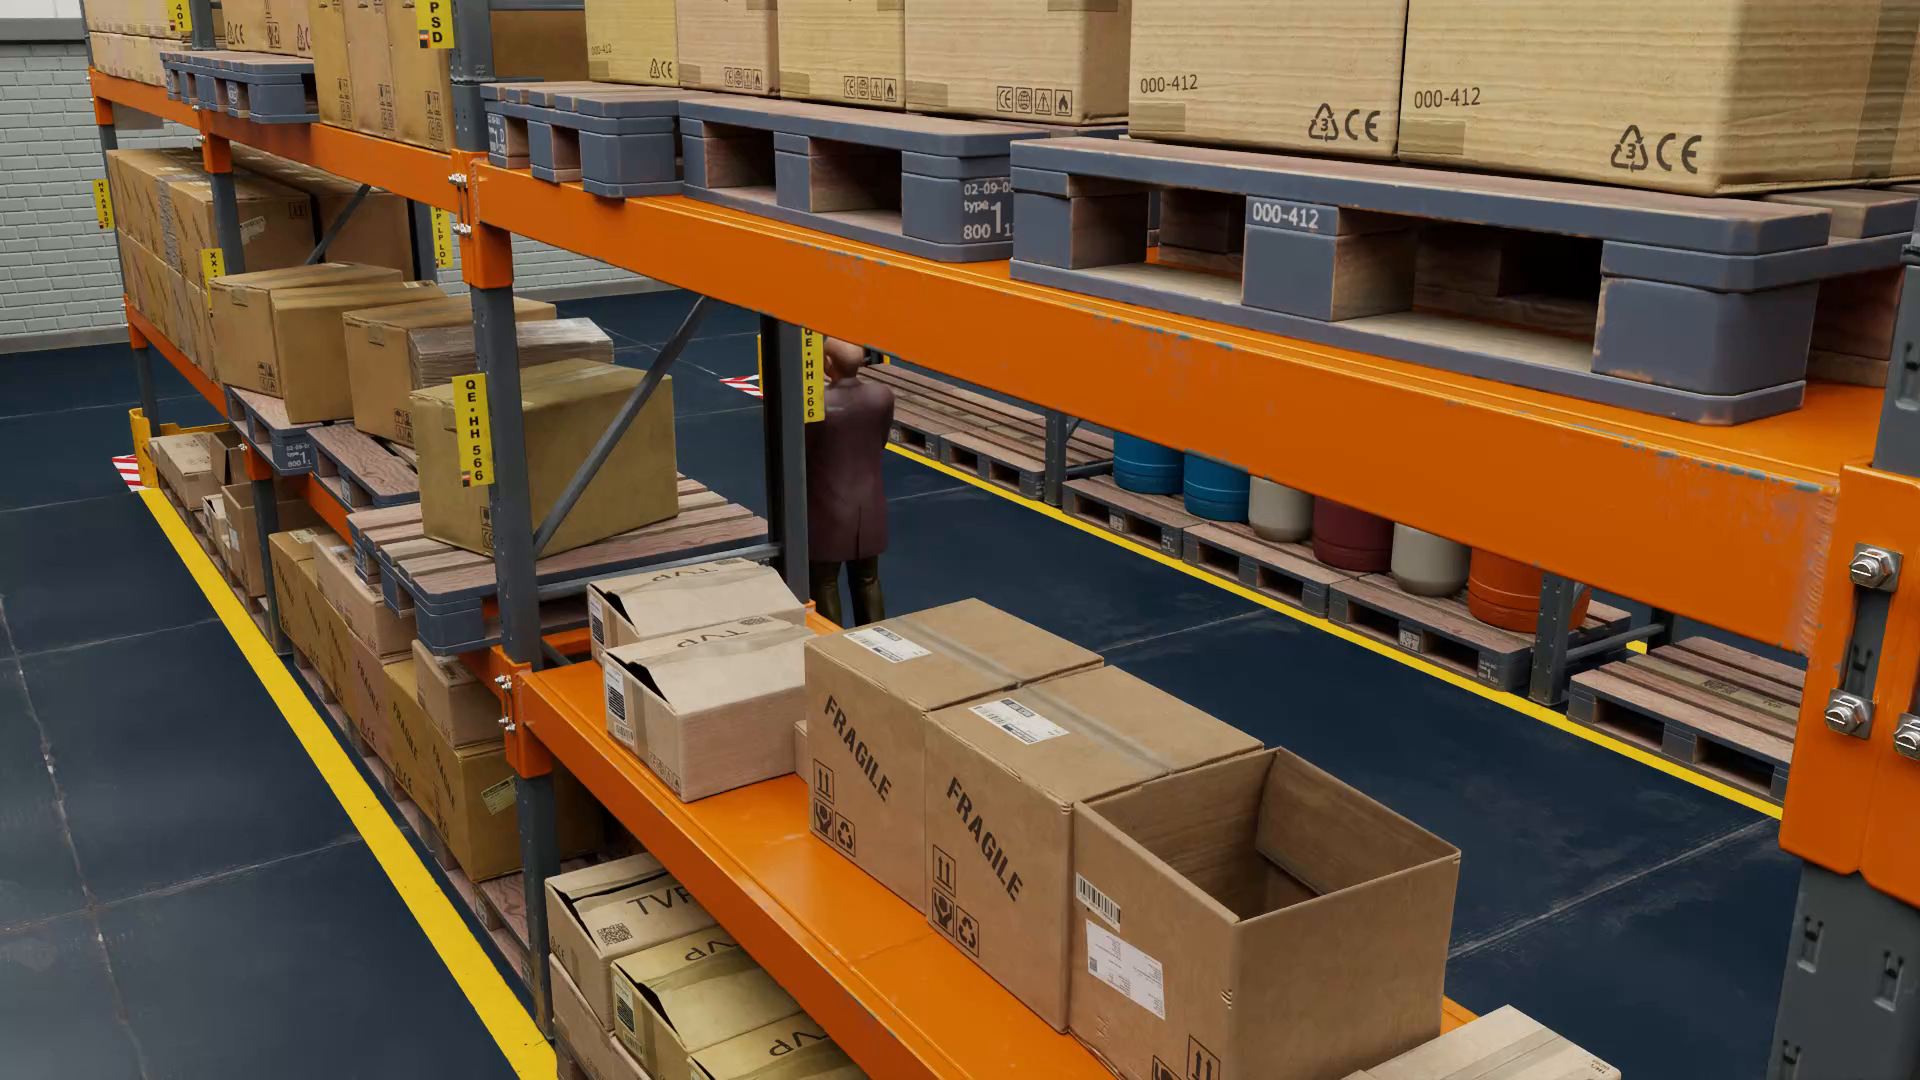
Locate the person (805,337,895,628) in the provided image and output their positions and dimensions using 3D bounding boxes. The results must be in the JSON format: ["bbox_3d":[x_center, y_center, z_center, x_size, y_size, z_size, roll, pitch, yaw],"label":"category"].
[{"bbox_3d":[-0.622,-0.133,8.147,0.529,1.682,0.555,-11,21,-31],"label":"person"}]
